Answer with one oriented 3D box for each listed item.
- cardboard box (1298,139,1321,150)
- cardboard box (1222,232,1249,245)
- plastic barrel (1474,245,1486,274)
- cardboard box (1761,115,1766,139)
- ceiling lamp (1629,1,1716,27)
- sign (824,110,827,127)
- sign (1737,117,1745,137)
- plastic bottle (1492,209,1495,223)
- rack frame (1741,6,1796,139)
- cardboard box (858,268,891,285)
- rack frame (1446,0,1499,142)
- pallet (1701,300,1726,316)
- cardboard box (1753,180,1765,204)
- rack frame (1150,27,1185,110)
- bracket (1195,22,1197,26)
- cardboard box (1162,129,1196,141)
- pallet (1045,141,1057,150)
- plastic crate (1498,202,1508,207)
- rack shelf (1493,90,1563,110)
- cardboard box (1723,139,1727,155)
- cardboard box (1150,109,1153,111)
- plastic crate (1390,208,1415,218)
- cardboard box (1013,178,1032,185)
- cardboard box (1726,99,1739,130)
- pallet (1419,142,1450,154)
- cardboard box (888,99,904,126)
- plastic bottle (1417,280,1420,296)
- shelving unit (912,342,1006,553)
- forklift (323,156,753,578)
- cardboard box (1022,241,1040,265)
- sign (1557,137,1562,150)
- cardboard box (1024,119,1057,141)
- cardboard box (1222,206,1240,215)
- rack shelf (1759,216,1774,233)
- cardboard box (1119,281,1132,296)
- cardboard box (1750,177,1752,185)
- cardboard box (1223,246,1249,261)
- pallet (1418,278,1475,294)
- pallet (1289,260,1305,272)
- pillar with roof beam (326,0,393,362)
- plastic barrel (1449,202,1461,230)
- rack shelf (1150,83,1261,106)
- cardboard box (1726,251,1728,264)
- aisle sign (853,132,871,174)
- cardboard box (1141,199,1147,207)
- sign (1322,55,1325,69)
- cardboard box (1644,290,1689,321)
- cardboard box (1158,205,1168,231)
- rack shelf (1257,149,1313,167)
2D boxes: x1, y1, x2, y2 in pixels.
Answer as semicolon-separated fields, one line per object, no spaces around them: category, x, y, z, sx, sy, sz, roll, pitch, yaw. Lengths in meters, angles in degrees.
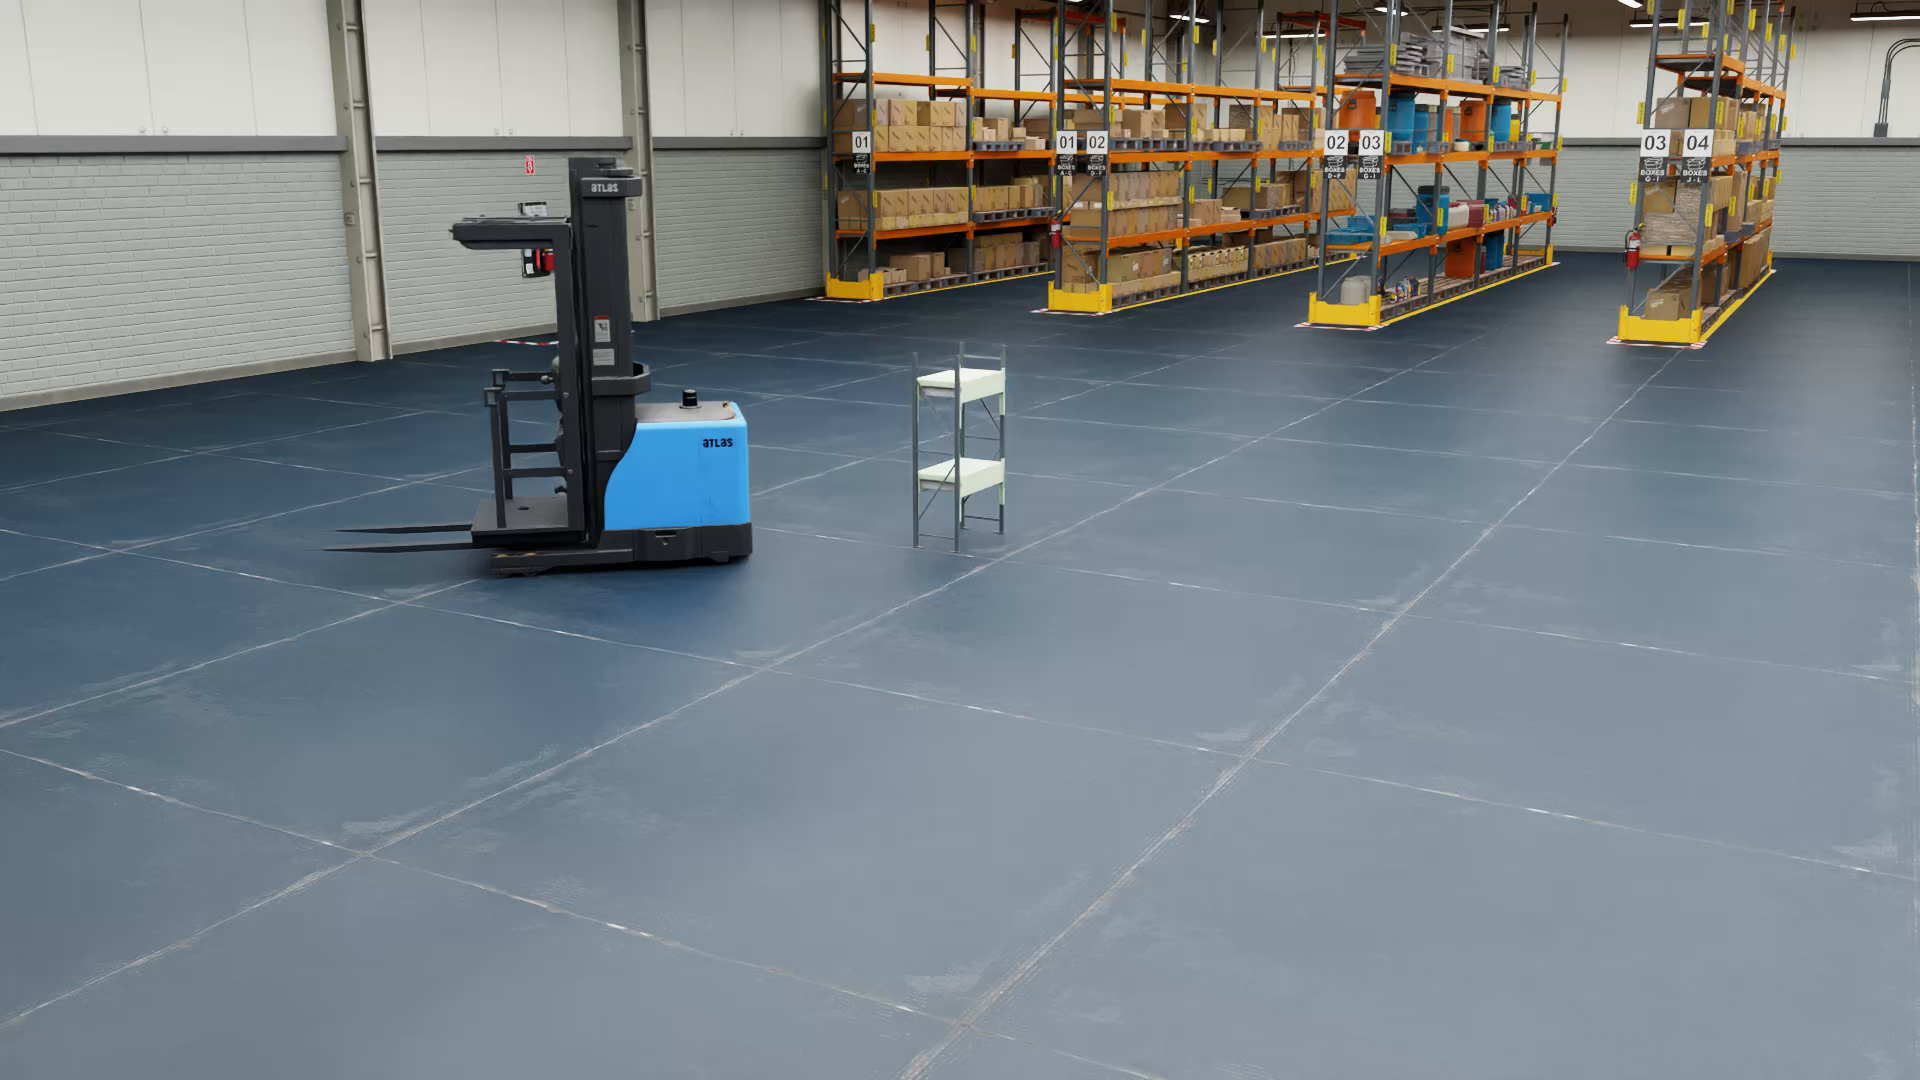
cardboard box;8.465;-9.611;40.419;0.500;0.250;0.500;7;15;28
cardboard box;6.350;-6.927;38.161;0.500;0.250;0.500;8;16;30
plastic barrel;11.182;-6.137;36.339;0.600;0.588;0.708;7;15;28
cardboard box;17.273;-9.068;36.522;0.700;0.500;0.500;8;16;31
ceiling lamp;17.784;-14.432;41.242;2.000;3.185;0.800;7;15;28
sign;-2.602;-8.208;32.391;0.100;0.325;0.005;7;15;28
sign;13.295;-7.039;28.328;0.100;0.325;0.005;7;15;28
plastic bottle;11.505;-6.999;35.912;0.061;0.283;0.133;7;15;28
rack frame;18.617;-10.768;38.498;1.000;3.000;0.127;7;15;28
cardboard box;-1.713;-5.291;33.378;0.500;0.311;0.500;6;15;22
rack frame;10.414;-9.688;34.017;1.000;3.000;0.127;7;15;28
pallet;13.191;-4.194;29.979;1.003;0.211;1.213;7;15;28
cardboard box;17.139;-7.536;35.979;0.500;0.500;0.500;7;15;28
rack frame;5.609;-12.452;45.481;1.000;3.000;0.127;7;15;28
bracket;6.668;-14.898;47.950;0.235;0.232;0.430;7;15;28
cardboard box;4.452;-8.227;33.784;0.500;0.250;0.500;9;16;34
pallet;2.006;-9.398;39.620;1.213;0.211;1.003;8;16;31
plastic crate;13.092;-8.015;40.110;0.416;0.233;0.300;7;15;28
rack shelf;13.315;-10.375;39.255;1.077;0.370;4.000;7;15;28
cardboard box;12.076;-6.339;26.846;0.500;0.250;0.500;8;16;30
cardboard box;4.743;-11.040;43.636;0.500;0.500;0.500;7;15;28
plastic crate;8.447;-6.116;31.865;0.402;0.464;0.583;7;15;28
cardboard box;1.458;-8.330;38.649;0.380;0.149;0.250;5;14;19
cardboard box;12.822;-7.163;28.029;0.500;0.500;0.500;7;15;26
pallet;8.217;-7.158;30.327;1.213;0.211;1.003;7;15;28
cardboard box;-1.440;-8.404;32.702;0.500;0.500;0.500;7;15;27
plastic bottle;8.537;-4.708;31.019;0.061;0.283;0.133;8;16;31
shelving unit;-0.003;-0.728;12.852;0.431;1.500;0.755;7;15;28
forklift;-3.111;-1.290;12.131;3.031;2.935;1.130;-3;14;-12
cardboard box;1.439;-6.739;38.981;0.700;0.500;0.500;8;16;29
sign;14.771;-9.761;40.945;0.100;0.325;0.005;7;15;28
cardboard box;1.921;-9.719;39.393;0.700;0.500;0.500;6;15;24
cardboard box;5.866;-7.220;36.773;0.500;0.311;0.500;9;16;32
rack shelf;17.650;-7.091;37.583;1.077;0.370;4.000;7;15;28
cardboard box;2.905;-4.747;31.296;0.500;0.250;0.500;7;15;28
cardboard box;15.753;-7.166;34.005;0.797;0.503;0.637;8;16;30
cardboard box;6.042;-6.338;36.697;0.500;0.311;0.500;8;16;30
pallet;10.006;-5.261;34.406;1.003;0.211;1.213;7;15;28
pallet;7.653;-6.627;40.072;1.003;0.211;1.213;7;15;28
pillar with roof beam;-4.577;-6.461;20.632;9.100;9.000;0.400;7;15;28
plastic barrel;9.699;-6.427;33.004;0.433;0.535;0.433;0;14;0
rack shelf;5.113;-9.295;34.778;1.077;0.370;4.000;7;15;28
cardboard box;14.452;-5.433;31.962;0.500;0.250;0.500;8;16;30
aisle sign;-1.898;-7.468;32.061;0.394;0.787;0.004;7;15;28
cardboard box;3.334;-6.427;31.696;0.380;0.149;0.250;8;15;29
sign;9.472;-12.445;43.293;0.100;0.325;0.005;7;15;28
cardboard box;11.199;-3.684;26.352;0.500;0.500;0.500;11;17;38
cardboard box;3.688;-6.361;32.803;0.700;0.500;0.500;7;15;27
rack shelf;7.047;-8.852;38.486;1.077;0.370;4.000;7;15;28
